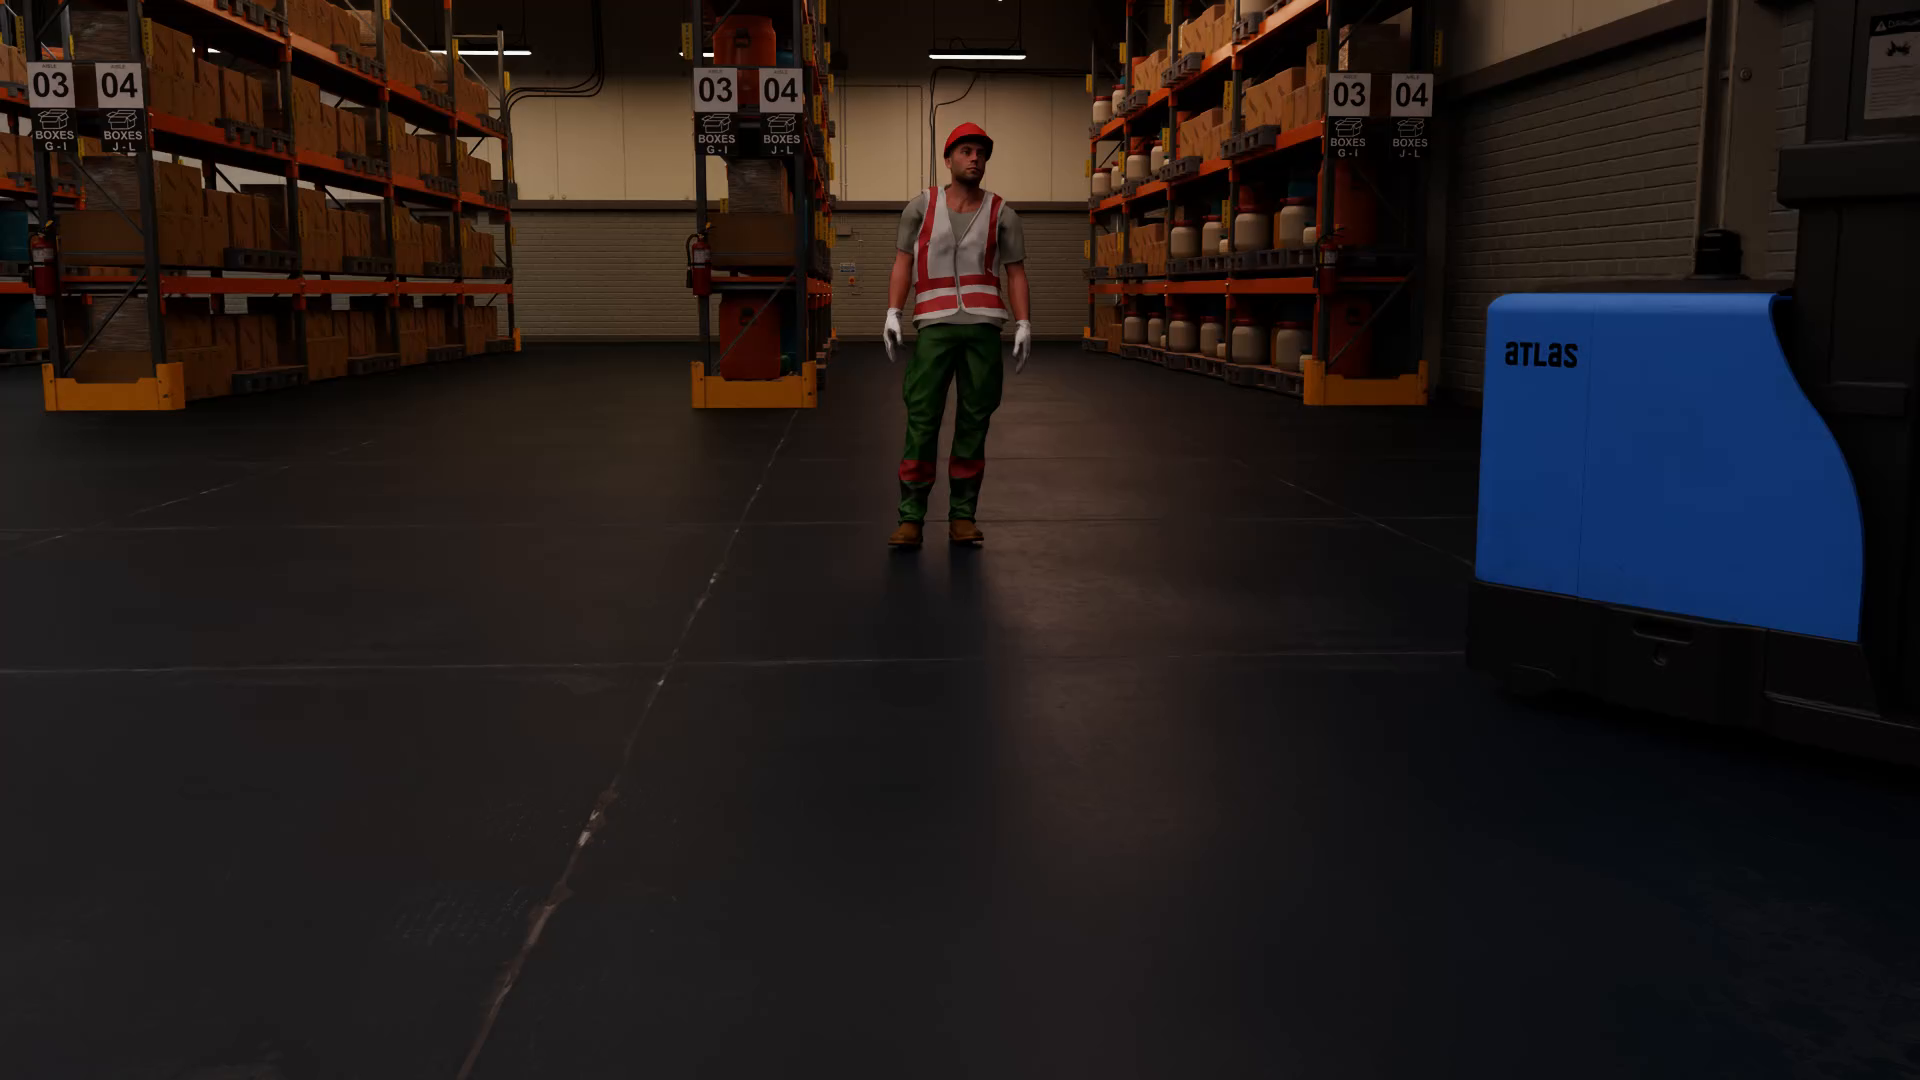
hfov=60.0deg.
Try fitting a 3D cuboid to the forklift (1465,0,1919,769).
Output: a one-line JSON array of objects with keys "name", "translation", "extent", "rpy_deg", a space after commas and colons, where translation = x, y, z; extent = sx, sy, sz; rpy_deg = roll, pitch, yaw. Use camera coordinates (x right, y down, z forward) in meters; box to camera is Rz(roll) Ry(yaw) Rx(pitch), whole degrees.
[{"name": "forklift", "translation": [2.655, -0.906, 3.432], "extent": [1.130, 2.935, 3.031], "rpy_deg": [-6, 10, -36]}]

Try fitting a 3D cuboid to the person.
[{"name": "person", "translation": [-0.008, -0.881, 7.098], "extent": [0.637, 1.787, 0.564], "rpy_deg": [-1, 8, -4]}]
